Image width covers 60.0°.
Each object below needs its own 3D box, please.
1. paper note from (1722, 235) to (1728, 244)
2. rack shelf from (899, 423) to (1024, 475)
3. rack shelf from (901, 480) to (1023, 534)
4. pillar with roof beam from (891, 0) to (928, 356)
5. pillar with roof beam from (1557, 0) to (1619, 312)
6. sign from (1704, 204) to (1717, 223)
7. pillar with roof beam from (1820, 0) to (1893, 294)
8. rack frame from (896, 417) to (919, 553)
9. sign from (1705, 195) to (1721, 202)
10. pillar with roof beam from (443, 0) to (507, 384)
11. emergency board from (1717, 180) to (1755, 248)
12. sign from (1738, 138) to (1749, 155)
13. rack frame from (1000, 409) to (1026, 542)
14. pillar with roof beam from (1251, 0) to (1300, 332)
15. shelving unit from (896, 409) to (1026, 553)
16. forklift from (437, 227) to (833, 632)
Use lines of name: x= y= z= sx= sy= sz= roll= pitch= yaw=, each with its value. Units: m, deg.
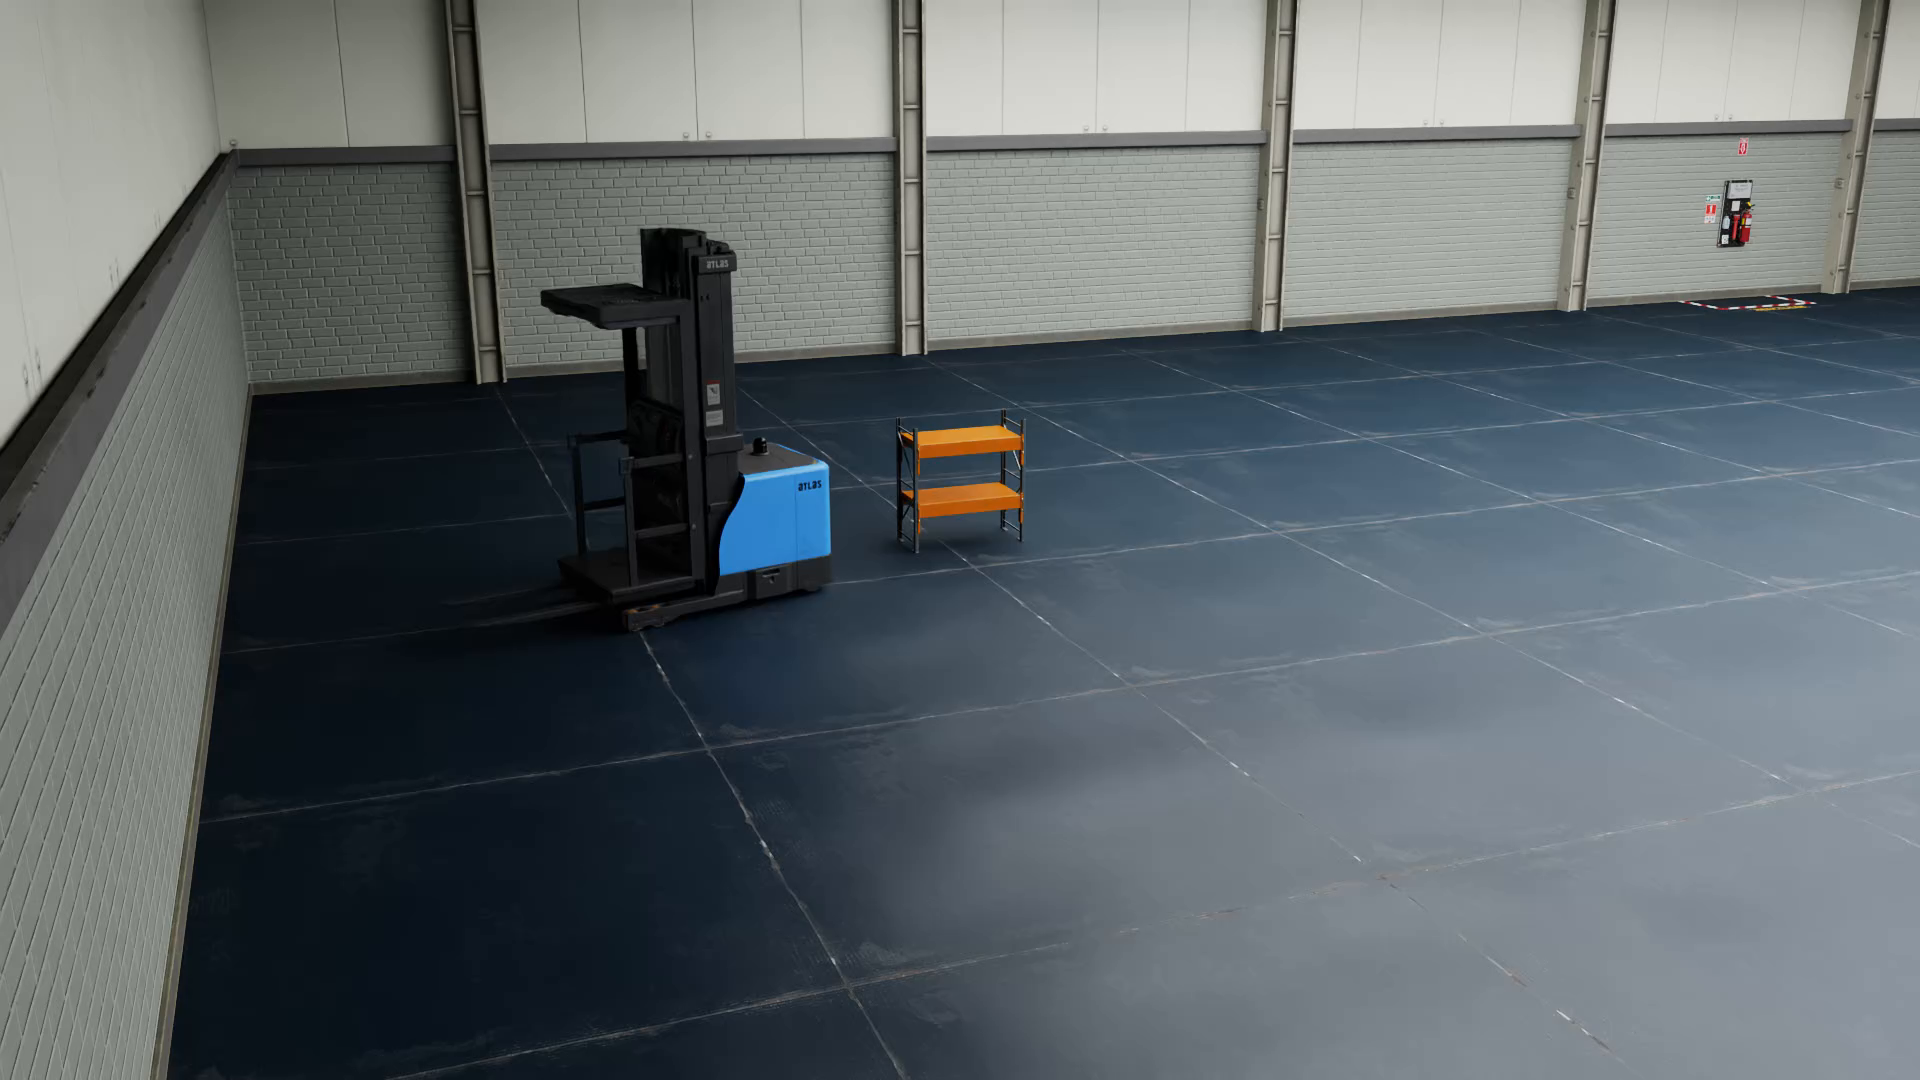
paper note: x=13.582 y=-5.337 z=29.513 sx=0.142 sy=0.148 sz=0.016 roll=-6 pitch=17 yaw=-20
rack shelf: x=0.006 y=-0.821 z=14.860 sx=1.000 sy=0.278 sz=0.538 roll=-6 pitch=17 yaw=-20
rack shelf: x=0.006 y=-0.306 z=15.011 sx=1.000 sy=0.278 sz=0.538 roll=-6 pitch=17 yaw=-20
pillar with roof beam: x=0.826 y=-5.930 z=19.320 sx=0.400 sy=9.000 sz=9.100 roll=-6 pitch=17 yaw=-20
pillar with roof beam: x=12.031 y=-7.139 z=23.439 sx=0.400 sy=9.000 sz=9.100 roll=-6 pitch=17 yaw=-20
sign: x=13.219 y=-5.748 z=29.285 sx=0.234 sy=0.329 sz=0.001 roll=-6 pitch=17 yaw=-20
pillar with roof beam: x=17.634 y=-7.744 z=25.499 sx=0.400 sy=9.000 sz=9.100 roll=-6 pitch=17 yaw=-20
rack frame: x=-0.468 y=-0.489 z=14.768 sx=0.032 sy=1.125 sz=0.500 roll=-6 pitch=17 yaw=-20
sign: x=13.227 y=-6.000 z=29.204 sx=0.331 sy=0.109 sz=0.001 roll=-6 pitch=17 yaw=-20
pillar with roof beam: x=-4.777 y=-5.325 z=17.260 sx=0.400 sy=9.000 sz=9.100 roll=-6 pitch=17 yaw=-20
emergency board: x=13.772 y=-5.760 z=29.387 sx=0.643 sy=1.169 sz=0.194 roll=-6 pitch=17 yaw=-20
sign: x=13.729 y=-6.897 z=29.147 sx=0.199 sy=0.298 sz=0.001 roll=-6 pitch=17 yaw=-20
rack frame: x=0.481 y=-0.592 z=15.117 sx=0.032 sy=1.125 sz=0.500 roll=-6 pitch=17 yaw=-20
pillar with roof beam: x=6.429 y=-6.535 z=21.379 sx=0.400 sy=9.000 sz=9.100 roll=-6 pitch=17 yaw=-20
shelving unit: x=0.006 y=-0.540 z=14.942 sx=1.048 sy=1.125 sz=0.538 roll=-6 pitch=17 yaw=-20
forklift: x=-2.548 y=-0.874 z=12.872 sx=3.031 sy=2.935 sz=1.130 roll=-11 pitch=20 yaw=-33
